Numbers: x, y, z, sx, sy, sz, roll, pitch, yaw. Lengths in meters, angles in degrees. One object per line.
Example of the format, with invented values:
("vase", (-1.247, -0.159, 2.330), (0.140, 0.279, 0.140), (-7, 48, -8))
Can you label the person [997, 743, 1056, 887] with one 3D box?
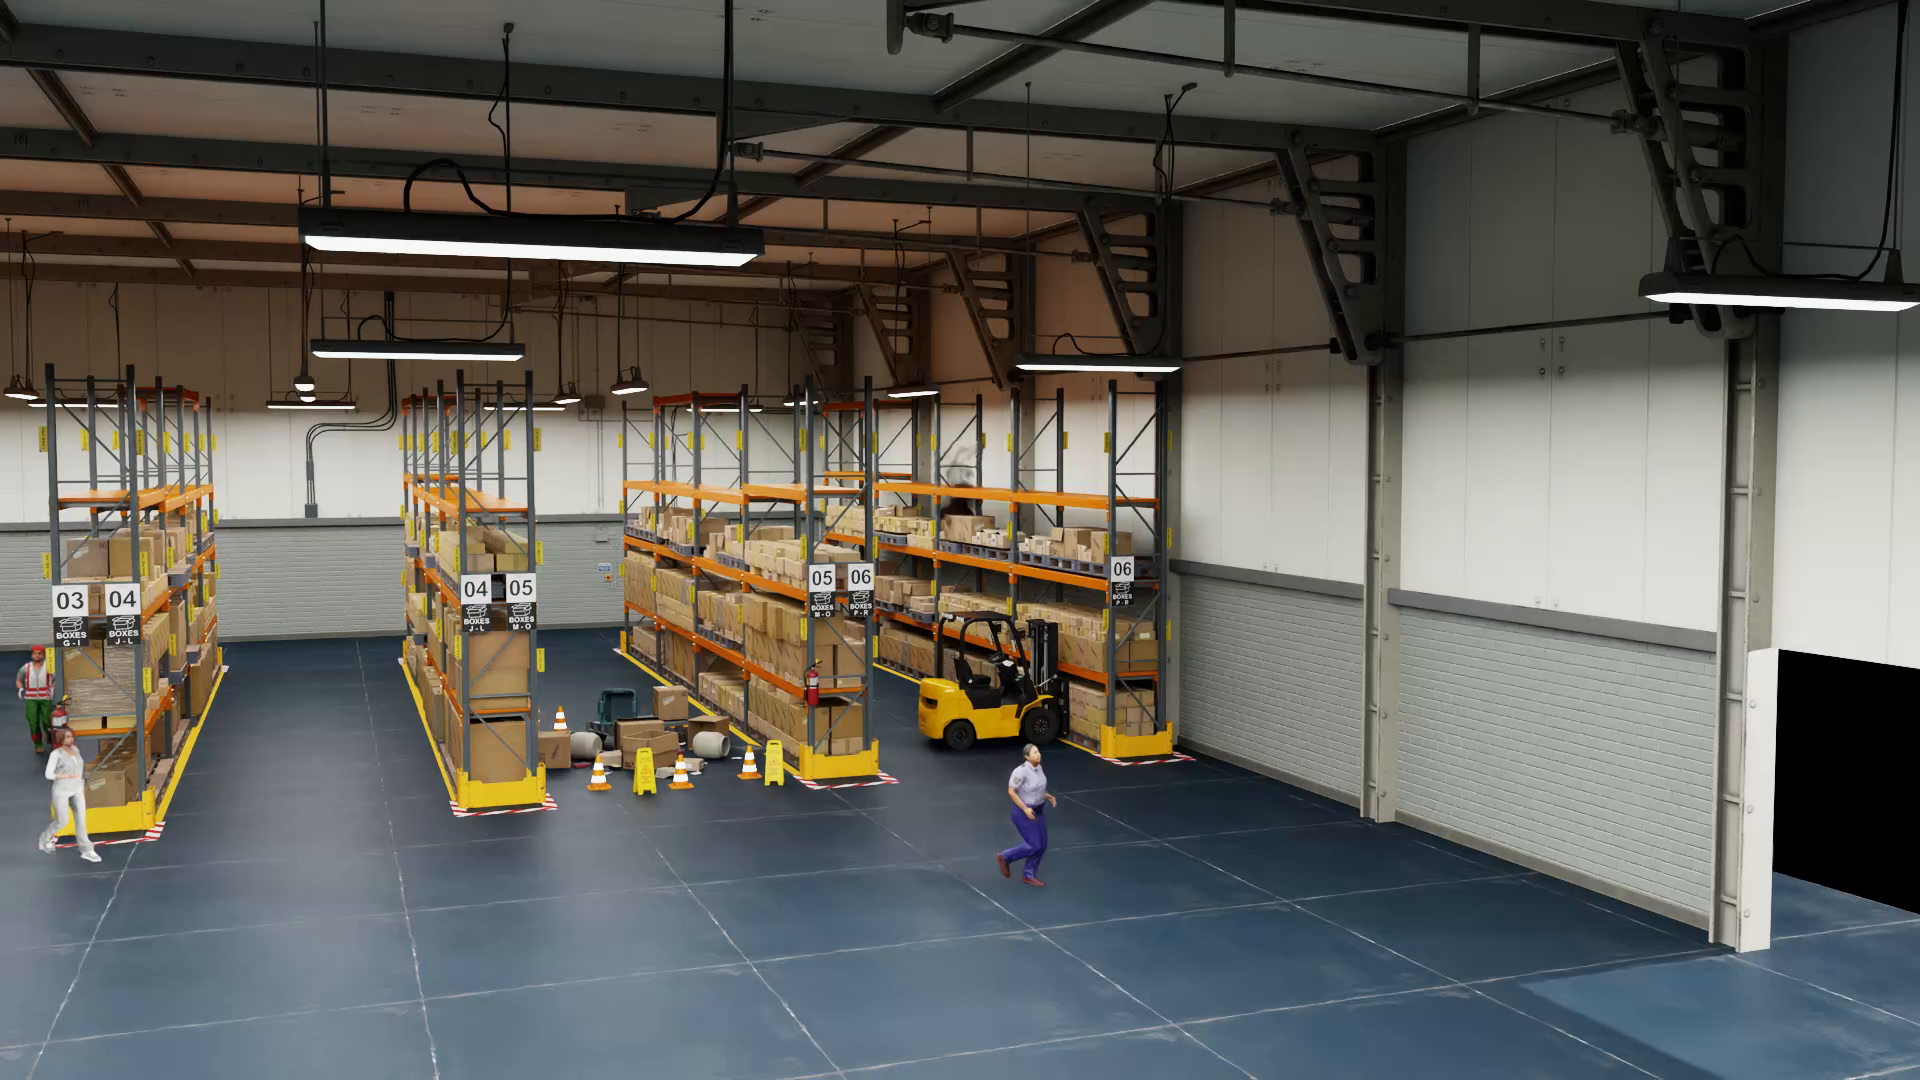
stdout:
("person", (0.778, 3.111, 18.867), (0.585, 1.610, 0.600), (2, 4, 30))

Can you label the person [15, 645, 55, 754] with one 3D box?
("person", (-14.882, 2.562, 26.863), (0.655, 1.738, 0.631), (-2, 4, -25))

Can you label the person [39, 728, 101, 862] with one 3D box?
("person", (-10.617, 3.020, 19.772), (0.882, 1.583, 0.543), (1, 4, 21))
